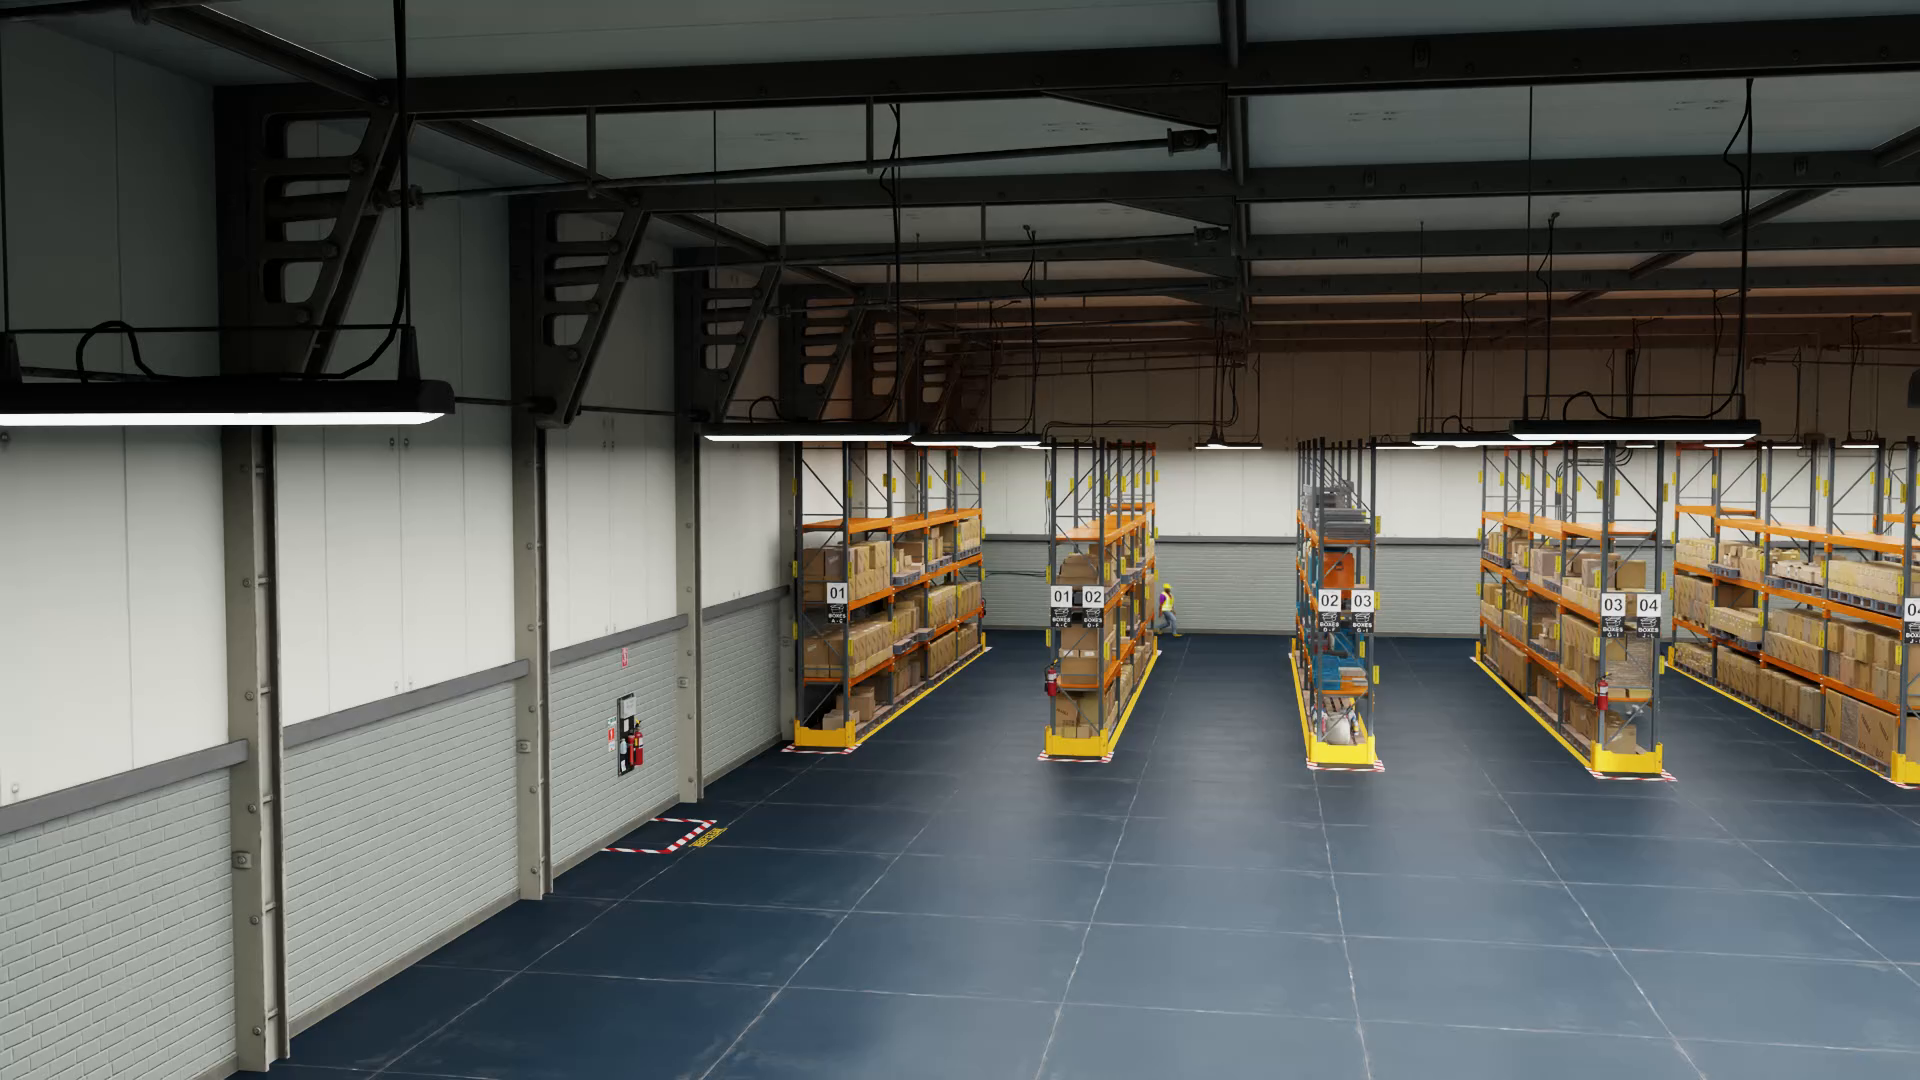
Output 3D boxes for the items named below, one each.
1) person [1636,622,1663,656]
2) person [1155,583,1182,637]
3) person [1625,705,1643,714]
[{"bbox_3d":[18.873,2.508,45.598,0.905,1.590,0.510,0,3,-1],"label":"person"},{"bbox_3d":[6.448,2.166,51.608,1.007,1.655,0.564,2,4,35],"label":"person"},{"bbox_3d":[14.631,2.972,36.258,0.498,1.670,0.502,1,3,16],"label":"person"}]
